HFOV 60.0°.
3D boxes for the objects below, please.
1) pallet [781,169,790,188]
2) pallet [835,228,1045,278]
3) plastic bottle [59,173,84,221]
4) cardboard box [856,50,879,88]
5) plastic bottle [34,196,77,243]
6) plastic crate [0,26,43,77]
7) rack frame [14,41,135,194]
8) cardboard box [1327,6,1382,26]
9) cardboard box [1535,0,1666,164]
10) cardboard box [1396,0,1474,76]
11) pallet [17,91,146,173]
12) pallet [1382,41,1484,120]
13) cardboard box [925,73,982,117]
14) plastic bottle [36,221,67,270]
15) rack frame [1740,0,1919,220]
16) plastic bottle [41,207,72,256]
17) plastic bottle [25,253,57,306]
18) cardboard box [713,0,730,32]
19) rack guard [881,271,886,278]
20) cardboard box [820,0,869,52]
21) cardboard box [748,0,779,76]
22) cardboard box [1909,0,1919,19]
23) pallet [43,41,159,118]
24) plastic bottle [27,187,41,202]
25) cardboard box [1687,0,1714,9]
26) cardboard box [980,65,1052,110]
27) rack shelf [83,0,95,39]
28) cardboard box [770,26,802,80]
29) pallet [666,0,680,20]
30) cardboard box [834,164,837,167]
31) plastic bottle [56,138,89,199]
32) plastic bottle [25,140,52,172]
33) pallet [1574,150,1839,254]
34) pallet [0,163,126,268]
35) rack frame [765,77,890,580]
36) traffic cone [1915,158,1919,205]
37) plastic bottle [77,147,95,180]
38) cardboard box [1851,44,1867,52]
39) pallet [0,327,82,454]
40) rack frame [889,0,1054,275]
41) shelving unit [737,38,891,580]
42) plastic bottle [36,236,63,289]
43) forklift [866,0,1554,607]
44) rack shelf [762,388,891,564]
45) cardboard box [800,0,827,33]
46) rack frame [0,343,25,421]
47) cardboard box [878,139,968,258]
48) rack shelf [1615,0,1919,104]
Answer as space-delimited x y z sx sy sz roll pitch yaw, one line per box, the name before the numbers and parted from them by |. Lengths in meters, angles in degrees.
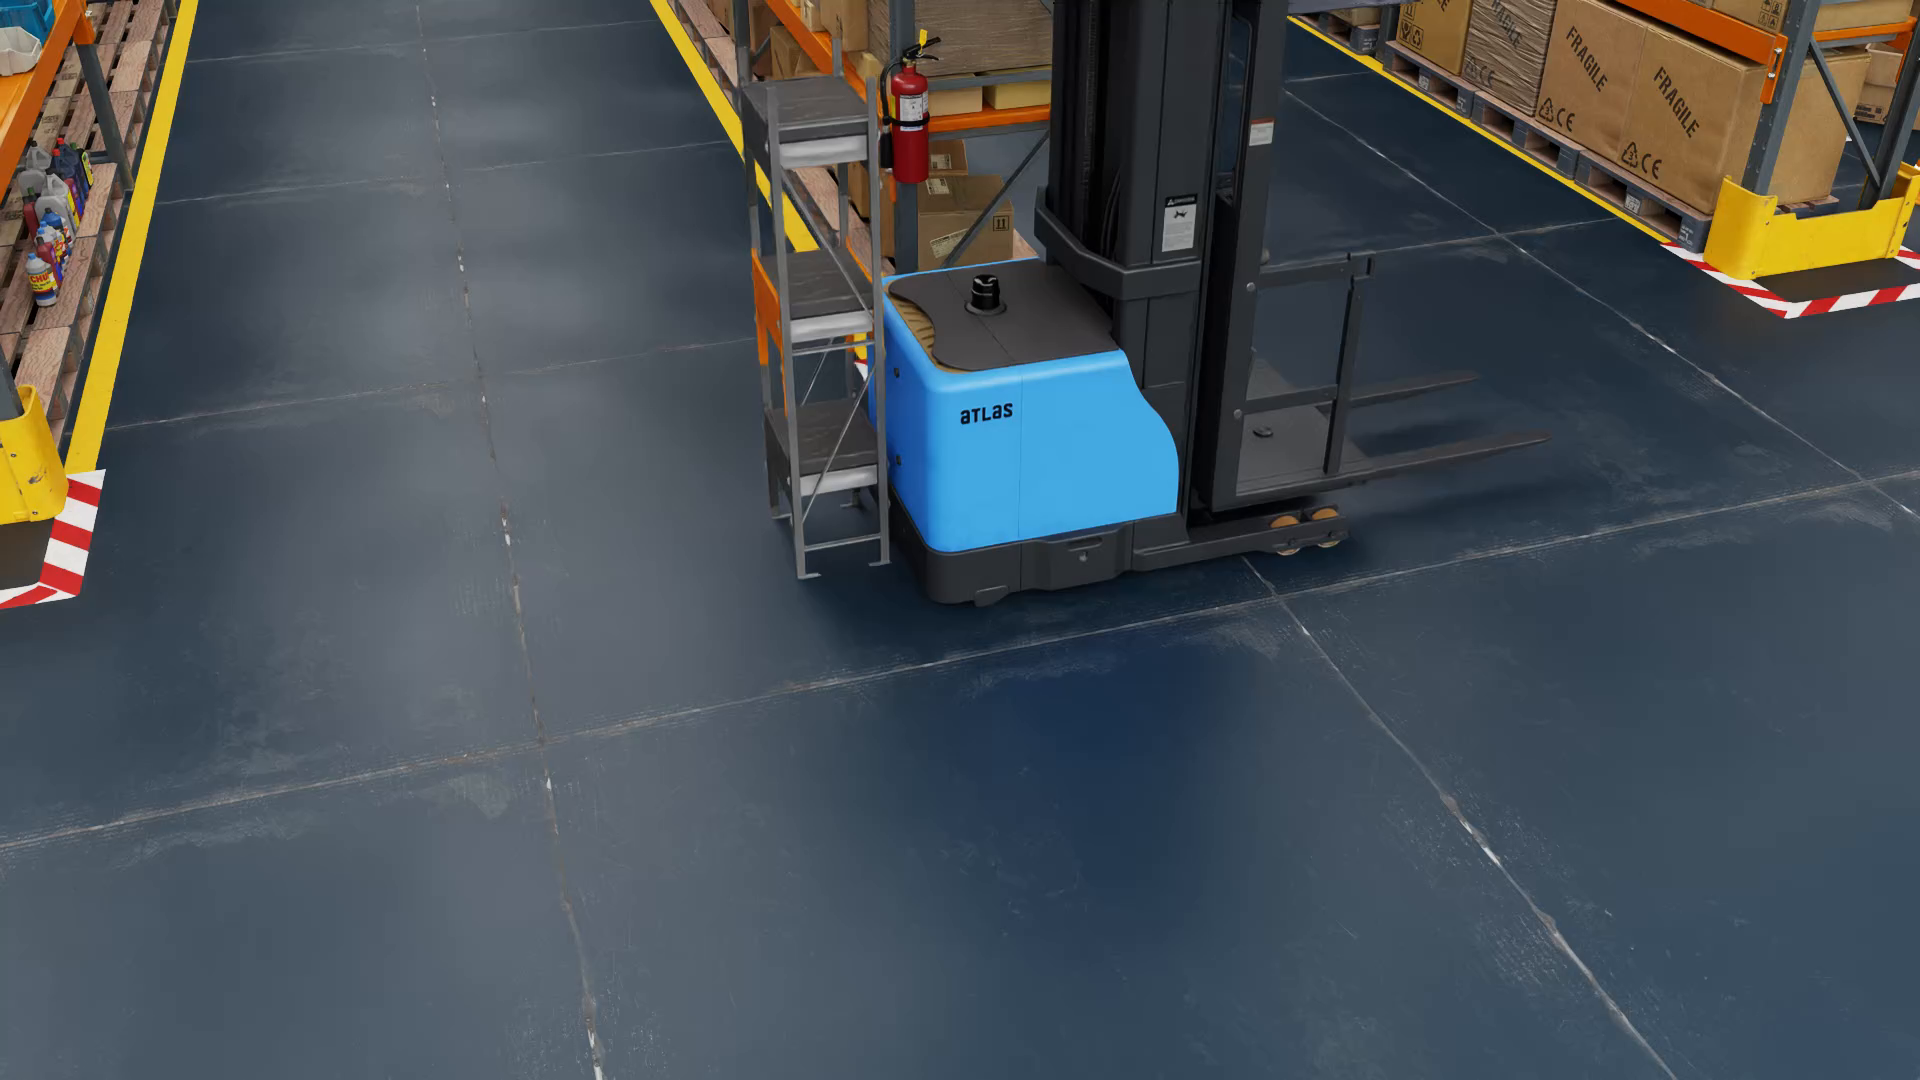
pallet | -0.808 -2.737 11.200 1.003 0.211 1.213 -10 35 -15
pallet | -0.064 -1.456 9.262 1.003 0.211 1.213 -10 35 -15
plastic bottle | -5.144 -1.995 9.614 0.061 0.283 0.133 -8 34 -12
cardboard box | -0.311 -2.411 8.405 0.380 0.149 0.250 -10 35 -15
plastic bottle | -5.090 -1.815 9.348 0.152 0.276 0.135 -9 35 -14
plastic crate | -5.027 -2.494 8.543 0.530 0.136 0.437 -10 35 -15
rack frame | -5.763 -3.414 9.696 1.000 3.000 0.127 -10 35 -15
cardboard box | 3.433 -4.575 13.113 1.050 0.750 0.750 -10 35 -15
cardboard box | 4.388 -3.023 10.650 0.875 0.875 0.875 -11 35 -15
cardboard box | 3.833 -3.975 12.091 0.875 0.875 0.875 -9 35 -14
pallet | -6.040 -2.656 11.078 1.003 0.211 1.213 -10 35 -15
pallet | 3.865 -3.452 12.283 1.003 0.211 1.213 -10 35 -15
cardboard box | -0.110 -2.157 8.021 0.380 0.149 0.250 -10 35 -15
plastic bottle | -4.935 -1.596 9.020 0.097 0.271 0.097 0 33 0
rack frame | 4.928 -2.928 8.960 1.000 3.000 0.127 -10 35 -15
plastic bottle | -4.996 -1.702 9.181 0.097 0.271 0.097 0 33 0
plastic bottle | -4.799 -1.363 8.668 0.097 0.271 0.097 0 33 0
cardboard box | -1.512 -4.261 12.845 0.700 0.500 0.500 -13 36 -19
rack guard | 0.151 -1.144 8.527 1.175 0.500 0.348 -10 35 -15
cardboard box | -0.235 -2.848 8.479 0.875 0.500 0.500 -10 35 -15
cardboard box | -1.213 -3.714 12.017 0.700 0.500 0.500 -13 36 -18
cardboard box | 7.422 -4.080 12.969 0.500 0.500 0.500 13 36 18
pallet | -6.416 -3.298 12.050 1.003 0.211 1.213 -10 35 -15
plastic bottle | -5.225 -1.874 9.429 0.061 0.283 0.133 -10 35 -15
cardboard box | 4.583 -3.463 9.633 0.875 0.550 0.550 -10 35 -15
cardboard box | 0.314 -2.232 8.134 0.380 0.149 0.250 -10 35 -15
rack shelf | -6.373 -4.164 11.483 1.077 0.370 4.000 -10 35 -15
cardboard box | -0.962 -3.162 11.201 0.500 0.500 0.500 -11 35 -16
pallet | -2.030 -4.773 14.282 1.003 0.211 1.213 -10 35 -15
cardboard box | -0.516 -2.550 10.275 0.500 0.500 0.500 -13 36 -19
plastic bottle | -5.292 -2.203 9.866 0.144 0.351 0.185 -11 35 -16
plastic bottle | -5.430 -2.178 9.830 0.144 0.351 0.185 -10 35 -15
pallet | 4.610 -2.171 10.344 1.003 0.211 1.213 -10 35 -15
pallet | -5.598 -1.891 9.920 1.003 0.211 1.213 -10 35 -15
rack frame | -0.492 -0.745 6.472 0.400 2.100 0.015 -10 35 -15
traffic cone | 6.119 -2.387 10.443 0.336 0.463 0.334 -10 35 -15
plastic bottle | -5.356 -2.292 10.137 0.097 0.201 0.097 0 33 0
cardboard box | 6.371 -3.814 12.443 0.797 0.637 0.503 -10 35 -15
pallet | -4.854 -0.610 7.981 1.003 0.211 1.213 -10 35 -15
rack frame | 0.174 -2.147 7.778 1.000 3.000 0.127 -10 35 -15
shelving unit | -0.568 -0.873 6.666 0.431 2.100 0.503 -10 35 -15
plastic bottle | -4.851 -1.490 8.849 0.061 0.283 0.133 -9 35 -14
forklift | 1.163 -1.423 6.745 3.031 2.935 1.130 -10 35 -15
rack shelf | -0.568 -0.277 7.059 0.431 0.518 0.480 -10 35 -15
cardboard box | -0.667 -2.927 9.186 0.380 0.149 0.250 -10 35 -15
rack frame | -4.543 -1.314 6.517 1.000 3.000 0.127 -10 35 -15
cardboard box | -0.216 -1.918 9.318 0.500 0.500 0.500 -1 33 -2
rack shelf | 4.318 -3.678 10.747 1.077 0.370 4.000 -10 35 -15
